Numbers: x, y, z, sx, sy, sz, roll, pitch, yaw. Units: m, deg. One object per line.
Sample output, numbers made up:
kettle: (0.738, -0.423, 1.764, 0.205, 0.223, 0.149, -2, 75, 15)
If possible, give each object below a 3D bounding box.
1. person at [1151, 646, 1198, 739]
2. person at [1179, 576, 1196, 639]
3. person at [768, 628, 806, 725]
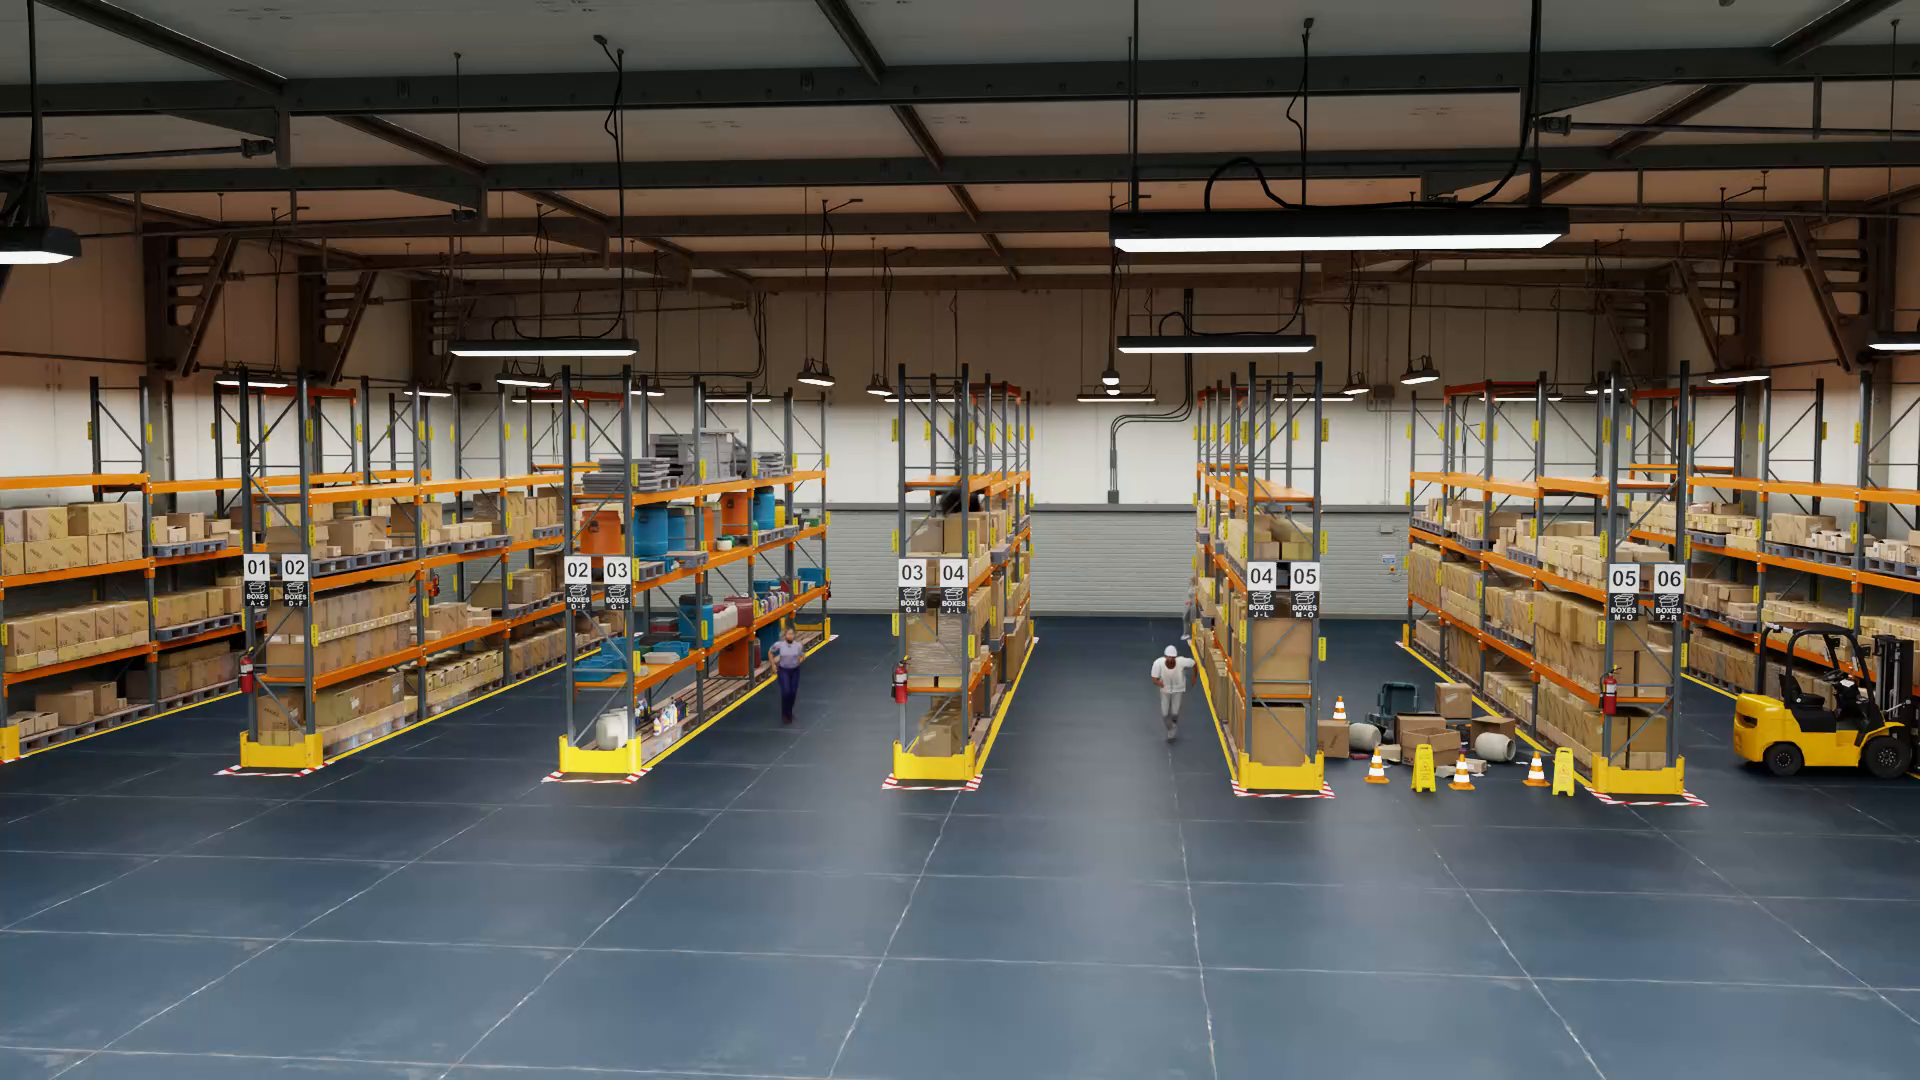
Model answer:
person: (3.473, 2.476, 26.931, 0.738, 1.592, 0.861, 1, 4, 11)
person: (5.729, 1.654, 40.389, 0.725, 1.578, 0.574, -1, 4, -12)
person: (-2.970, 2.365, 28.746, 0.608, 1.705, 0.783, -1, 4, -21)
